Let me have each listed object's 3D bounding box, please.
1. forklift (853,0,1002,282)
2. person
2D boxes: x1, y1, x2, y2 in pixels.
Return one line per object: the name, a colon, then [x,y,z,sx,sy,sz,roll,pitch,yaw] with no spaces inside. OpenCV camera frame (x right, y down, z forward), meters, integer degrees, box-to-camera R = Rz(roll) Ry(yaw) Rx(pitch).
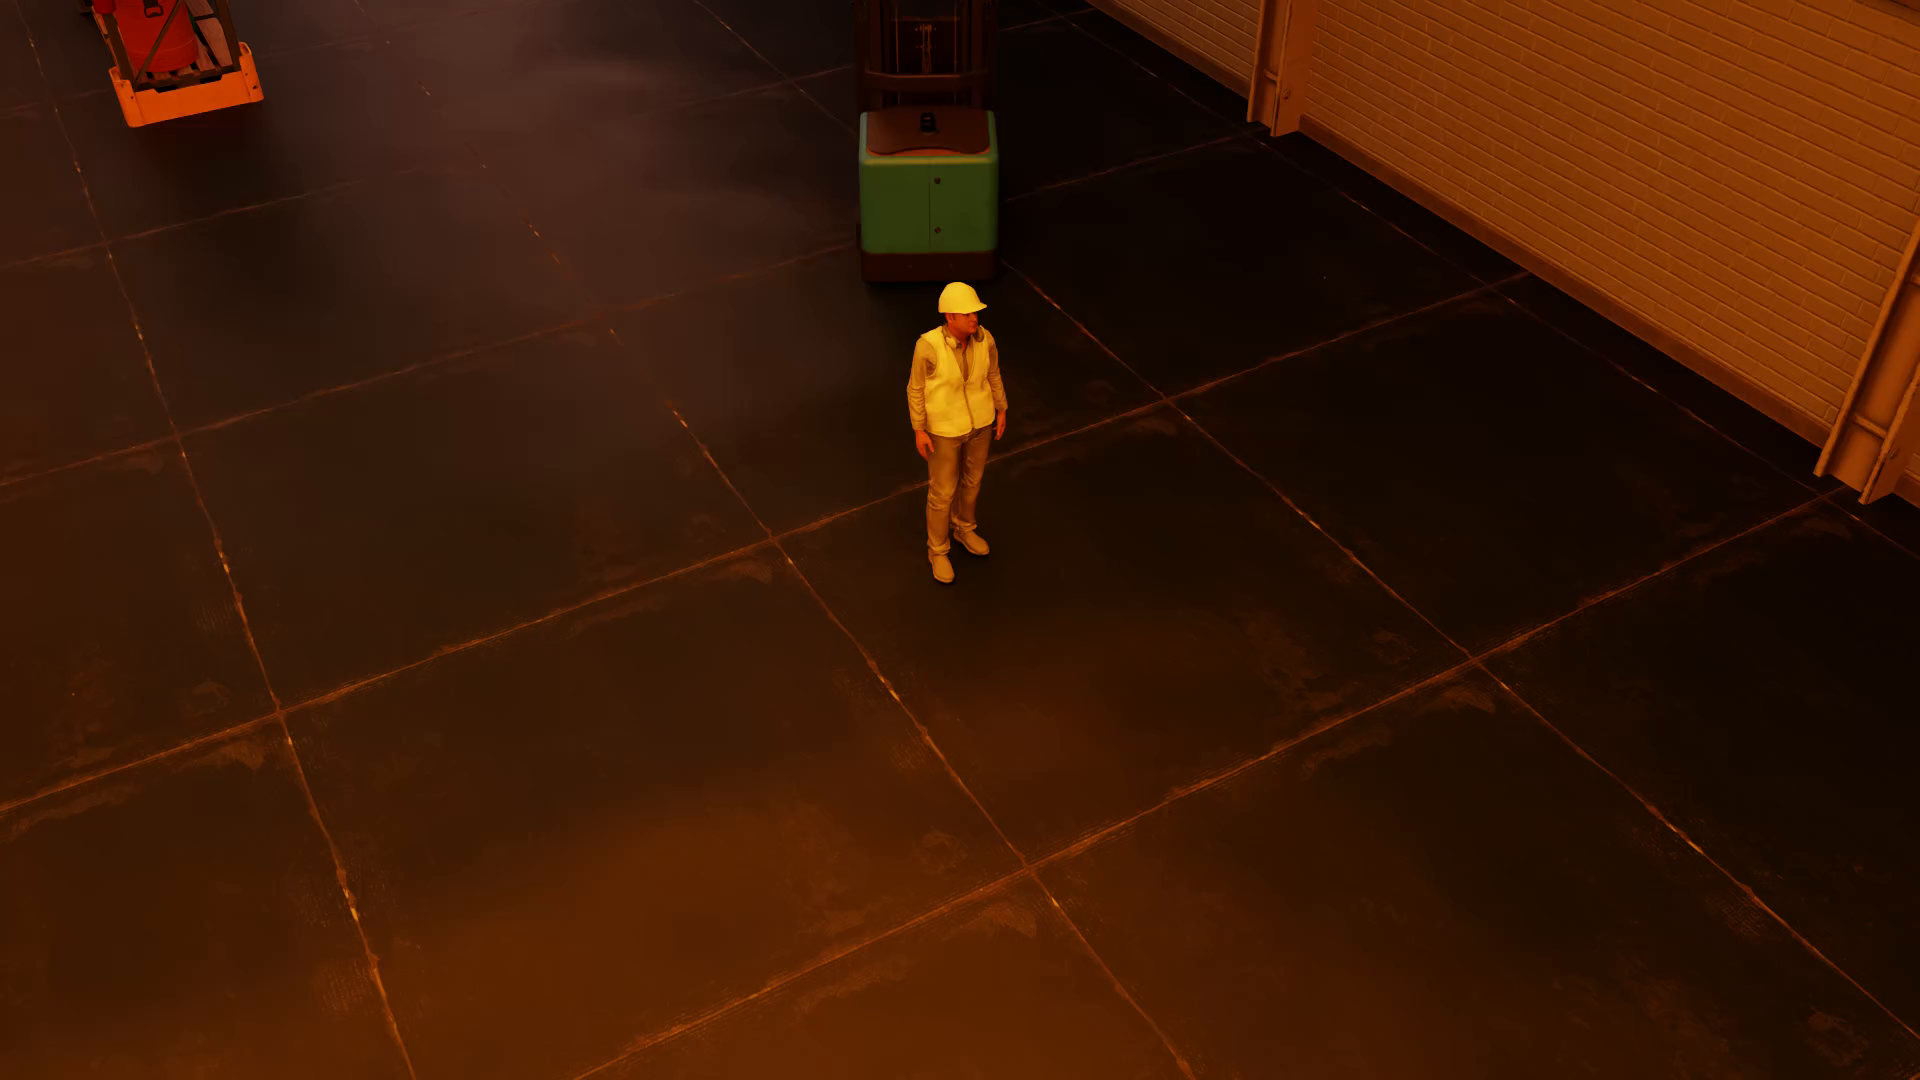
forklift: [-0.269,-3.998,12.857,1.130,2.935,3.031,-1,40,-1]
person: [0.024,-0.652,9.717,0.632,1.773,0.568,-20,44,-23]
